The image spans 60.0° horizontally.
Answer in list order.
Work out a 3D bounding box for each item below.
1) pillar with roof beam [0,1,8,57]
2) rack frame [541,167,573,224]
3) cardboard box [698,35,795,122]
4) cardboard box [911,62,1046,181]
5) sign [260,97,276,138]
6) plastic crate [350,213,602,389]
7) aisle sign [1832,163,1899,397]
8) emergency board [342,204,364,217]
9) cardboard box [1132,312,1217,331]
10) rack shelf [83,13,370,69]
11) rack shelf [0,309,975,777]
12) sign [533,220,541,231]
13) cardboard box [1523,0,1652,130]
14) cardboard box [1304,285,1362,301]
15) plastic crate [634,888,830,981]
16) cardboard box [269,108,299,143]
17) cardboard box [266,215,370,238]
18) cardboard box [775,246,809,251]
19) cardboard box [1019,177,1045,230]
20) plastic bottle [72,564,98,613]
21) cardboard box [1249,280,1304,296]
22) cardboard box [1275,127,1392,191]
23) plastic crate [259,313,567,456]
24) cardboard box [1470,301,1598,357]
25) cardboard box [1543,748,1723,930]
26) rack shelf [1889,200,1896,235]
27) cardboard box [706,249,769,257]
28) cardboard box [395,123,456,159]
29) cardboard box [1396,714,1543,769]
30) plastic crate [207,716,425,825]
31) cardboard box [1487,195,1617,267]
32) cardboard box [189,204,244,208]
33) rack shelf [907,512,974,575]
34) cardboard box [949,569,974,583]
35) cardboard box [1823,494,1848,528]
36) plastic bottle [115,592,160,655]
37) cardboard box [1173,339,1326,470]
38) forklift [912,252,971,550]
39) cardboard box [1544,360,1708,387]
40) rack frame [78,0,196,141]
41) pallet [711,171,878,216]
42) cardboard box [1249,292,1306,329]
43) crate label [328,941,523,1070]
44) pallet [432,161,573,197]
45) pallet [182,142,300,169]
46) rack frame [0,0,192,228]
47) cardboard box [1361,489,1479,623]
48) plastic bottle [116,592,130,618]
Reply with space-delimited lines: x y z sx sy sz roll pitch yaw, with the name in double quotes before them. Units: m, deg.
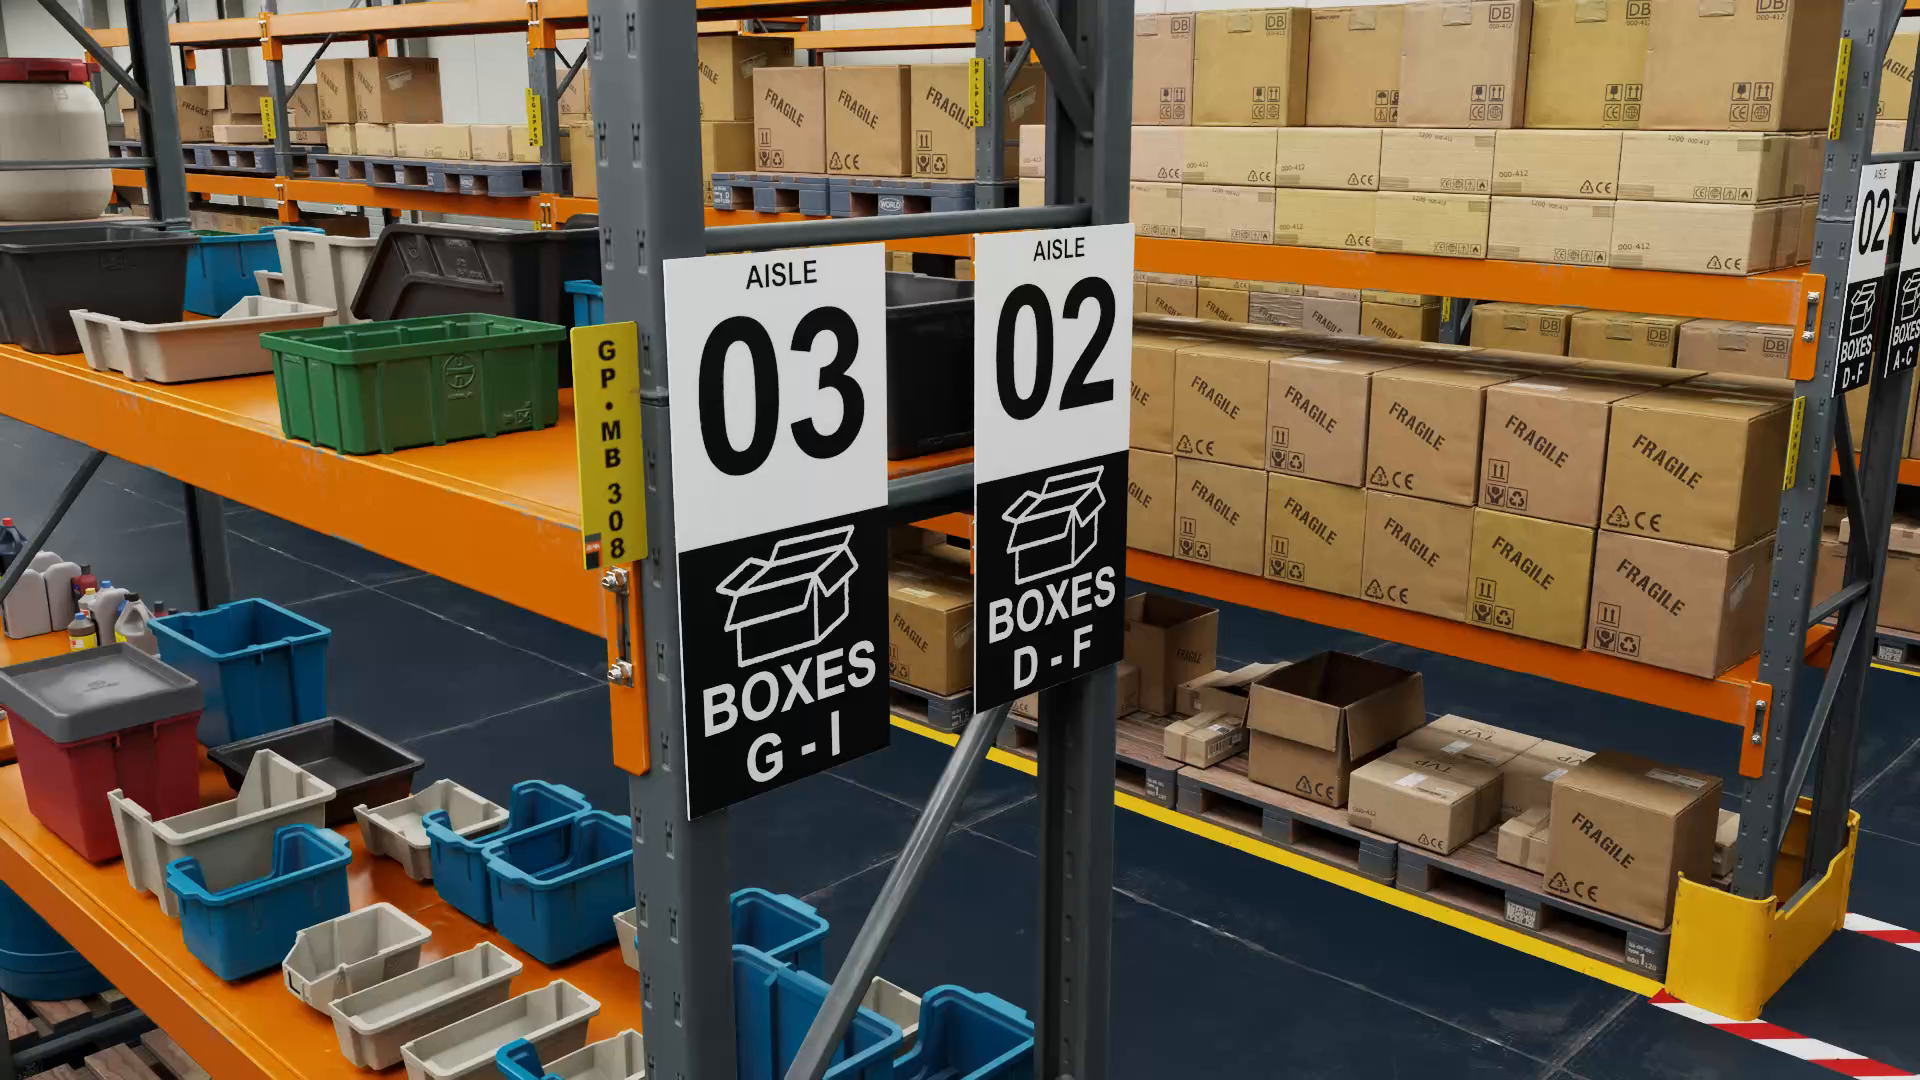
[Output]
"pillar with roof beam" -23.899 -9.781 33.125 0.400 9.000 9.100 14 20 42
"rack frame" -2.415 -1.125 11.801 0.127 3.000 1.000 14 20 42
"cardboard box" -1.371 -2.853 10.301 0.500 0.500 0.500 14 20 42
"cardboard box" 0.153 -2.278 9.047 0.600 0.600 0.600 11 18 37
"sign" -5.679 -3.464 13.646 0.005 0.325 0.100 14 20 42
"plastic crate" -1.006 -0.565 3.826 0.767 0.338 0.504 14 20 42
"aisle sign" 3.181 -0.915 5.840 0.004 0.787 0.394 14 20 42
"emergency board" -9.706 -4.949 26.476 0.643 1.169 0.194 14 20 42
"cardboard box" 1.008 -0.916 8.816 0.500 0.500 0.500 14 20 42
"rack shelf" -6.734 -4.536 15.215 4.000 0.370 1.077 14 20 42
"rack shelf" -1.536 -0.280 4.035 4.000 0.370 1.077 14 20 42
"sign" -5.115 -3.745 20.140 0.005 0.325 0.100 14 20 42
"cardboard box" 2.662 -1.899 6.639 0.500 0.500 0.700 14 20 42
"cardboard box" 3.025 -2.016 12.906 0.500 0.250 0.500 -14 20 -43
"plastic crate" -0.520 1.007 3.830 0.300 0.233 0.416 14 20 42
"cardboard box" -5.863 -3.735 14.935 0.500 0.311 0.500 12 19 39
"cardboard box" -5.618 -2.578 14.605 0.500 0.500 0.700 14 20 42
"cardboard box" -1.516 -2.891 17.507 0.500 0.500 0.700 14 20 42
"cardboard box" 0.643 -1.674 8.256 0.500 0.250 0.500 14 20 42
"plastic bottle" -3.583 0.233 6.821 0.133 0.283 0.061 14 20 42
"cardboard box" 2.658 -2.105 13.248 0.500 0.250 0.500 -14 20 -43
"cardboard box" 1.715 -1.651 7.178 0.500 0.250 0.500 14 20 42
"plastic crate" -1.005 -0.296 3.091 0.336 0.188 0.450 14 20 42
"cardboard box" 4.279 -1.372 12.154 0.700 0.700 0.980 14 20 43
"cardboard box" 2.782 1.221 6.881 0.500 0.500 0.500 14 20 42
"rack shelf" 5.340 -2.078 10.937 4.000 0.370 1.077 14 20 42
"cardboard box" -2.414 -3.051 17.965 0.500 0.500 0.500 14 20 42
"cardboard box" -3.961 -3.062 12.748 0.500 0.250 0.500 12 19 38
"cardboard box" 2.430 1.071 7.953 0.500 0.250 0.500 14 20 42
"plastic crate" -1.984 0.725 5.128 0.590 0.125 0.437 14 20 42
"cardboard box" 2.439 -1.235 6.573 0.500 0.250 0.500 14 20 42
"cardboard box" -7.426 -3.017 16.290 0.500 0.500 0.700 13 19 41
"rack shelf" -0.975 -0.427 10.548 4.000 0.370 1.077 14 20 42
"cardboard box" 0.286 0.443 9.868 0.500 0.500 0.500 13 19 40
"cardboard box" 5.890 -0.183 11.025 0.250 0.149 0.380 14 20 43
"plastic bottle" -3.034 0.370 6.162 0.185 0.351 0.144 14 20 42
"cardboard box" 1.350 -0.643 7.771 0.500 0.500 0.500 13 19 41
"forklift" 0.402 -1.298 12.599 1.130 2.935 3.031 -12 19 -38
"cardboard box" 2.826 -0.473 7.116 0.500 0.500 0.500 14 20 43
"rack frame" -8.174 -5.428 16.418 0.127 3.000 1.000 14 20 42
"pallet" -0.705 -2.093 9.941 1.003 0.211 1.213 14 20 42
"cardboard box" 2.663 -1.739 13.328 0.500 0.500 0.500 14 20 42
"crate label" -1.225 1.065 3.801 0.243 0.136 0.396 14 20 42
"pallet" -2.965 -2.588 11.840 1.213 0.211 1.003 -13 20 -42
"pallet" -6.800 -3.592 15.495 1.213 0.211 1.003 14 20 42
"rack frame" -2.976 -2.430 4.910 0.127 3.000 1.000 14 20 42
"cardboard box" 2.102 0.019 7.211 0.500 0.500 0.500 14 20 43
"plastic bottle" -3.206 0.337 6.445 0.097 0.271 0.097 0 15 0
